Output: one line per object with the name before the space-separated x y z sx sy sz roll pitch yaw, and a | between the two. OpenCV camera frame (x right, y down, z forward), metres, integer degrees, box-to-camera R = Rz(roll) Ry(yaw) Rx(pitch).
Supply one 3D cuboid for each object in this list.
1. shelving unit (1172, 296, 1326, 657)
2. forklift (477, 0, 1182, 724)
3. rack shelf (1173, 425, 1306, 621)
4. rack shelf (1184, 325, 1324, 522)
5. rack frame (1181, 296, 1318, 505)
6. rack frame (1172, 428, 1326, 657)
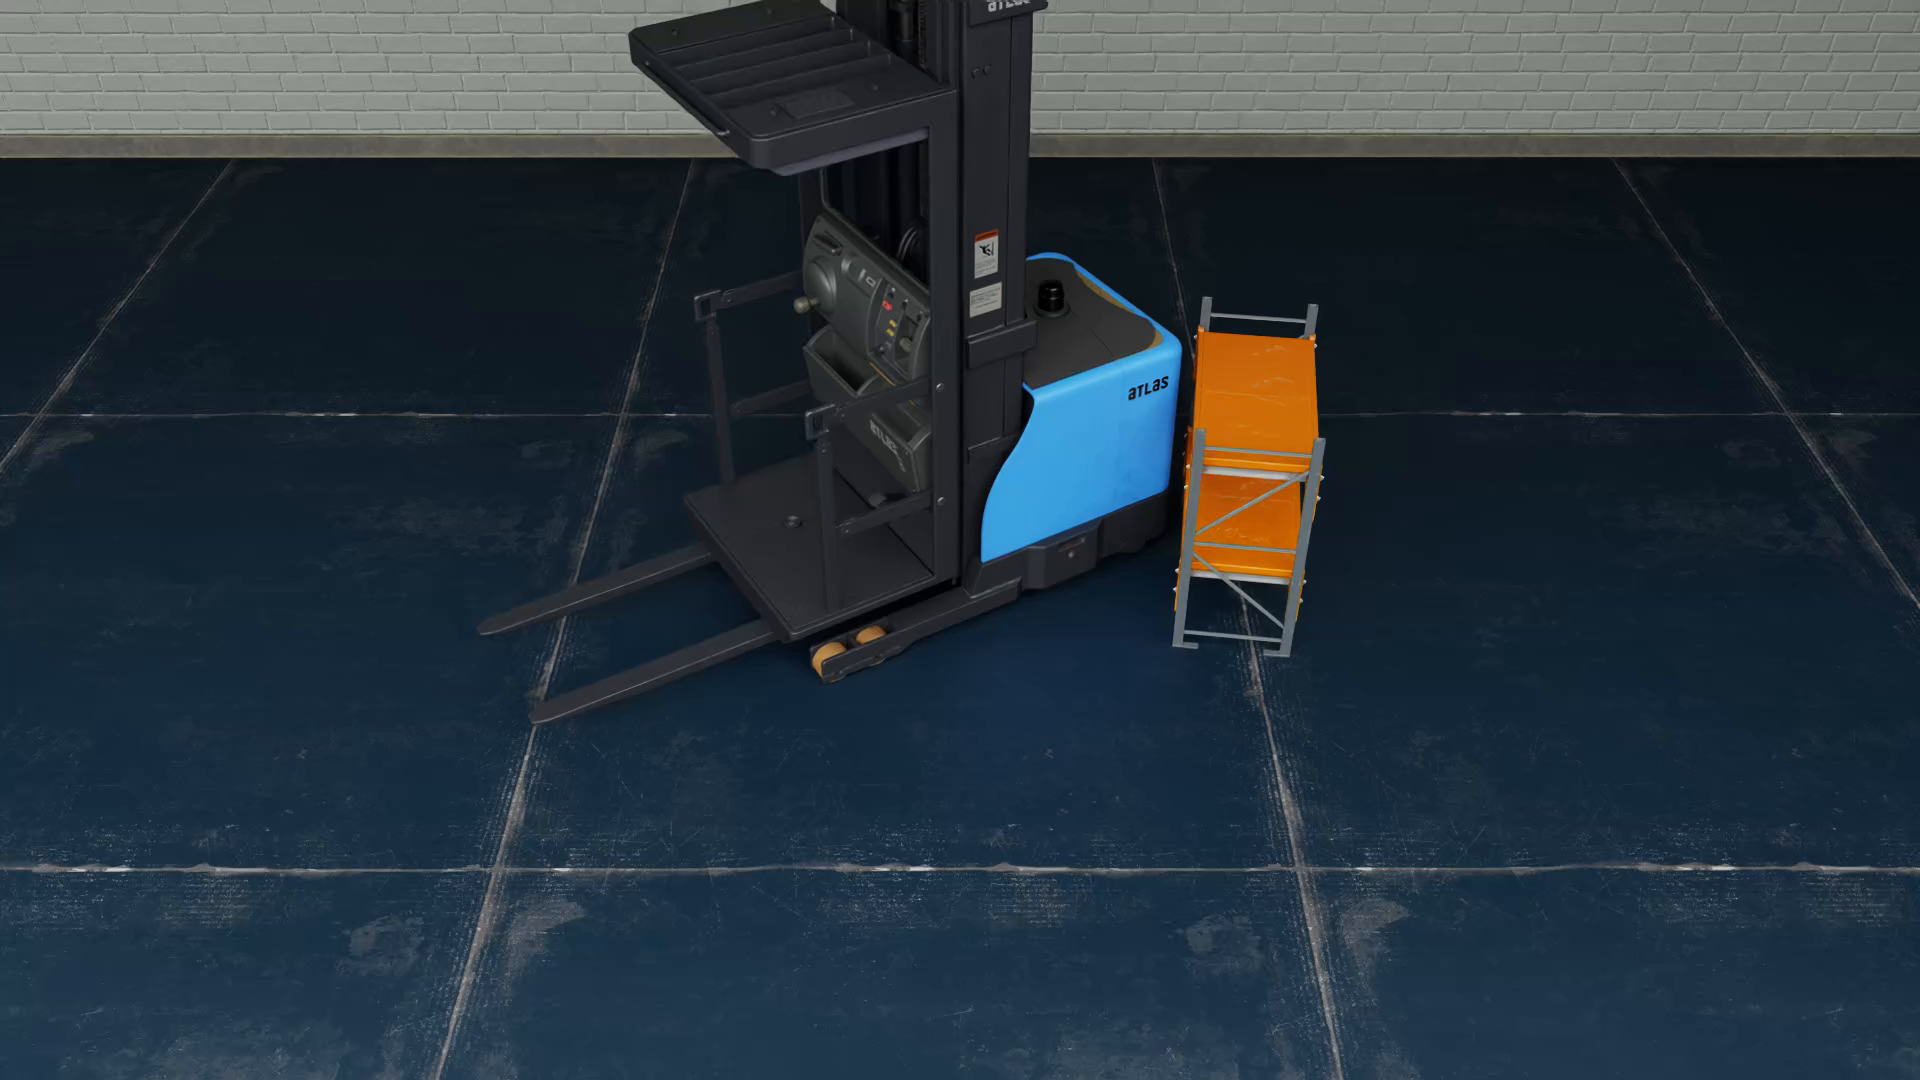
shelving unit | 1.237 -0.282 7.202 0.538 1.125 1.048 5 39 6
forklift | -0.557 -0.926 6.562 3.031 2.935 1.130 -21 43 -24
rack shelf | 1.237 -0.091 7.355 0.538 0.278 1.000 5 39 6
rack shelf | 1.237 -0.510 7.019 0.538 0.278 1.000 5 39 6
rack frame | 1.307 -0.597 7.595 0.500 1.125 0.032 5 39 6
rack frame | 1.166 0.033 6.810 0.500 1.125 0.032 5 39 6
